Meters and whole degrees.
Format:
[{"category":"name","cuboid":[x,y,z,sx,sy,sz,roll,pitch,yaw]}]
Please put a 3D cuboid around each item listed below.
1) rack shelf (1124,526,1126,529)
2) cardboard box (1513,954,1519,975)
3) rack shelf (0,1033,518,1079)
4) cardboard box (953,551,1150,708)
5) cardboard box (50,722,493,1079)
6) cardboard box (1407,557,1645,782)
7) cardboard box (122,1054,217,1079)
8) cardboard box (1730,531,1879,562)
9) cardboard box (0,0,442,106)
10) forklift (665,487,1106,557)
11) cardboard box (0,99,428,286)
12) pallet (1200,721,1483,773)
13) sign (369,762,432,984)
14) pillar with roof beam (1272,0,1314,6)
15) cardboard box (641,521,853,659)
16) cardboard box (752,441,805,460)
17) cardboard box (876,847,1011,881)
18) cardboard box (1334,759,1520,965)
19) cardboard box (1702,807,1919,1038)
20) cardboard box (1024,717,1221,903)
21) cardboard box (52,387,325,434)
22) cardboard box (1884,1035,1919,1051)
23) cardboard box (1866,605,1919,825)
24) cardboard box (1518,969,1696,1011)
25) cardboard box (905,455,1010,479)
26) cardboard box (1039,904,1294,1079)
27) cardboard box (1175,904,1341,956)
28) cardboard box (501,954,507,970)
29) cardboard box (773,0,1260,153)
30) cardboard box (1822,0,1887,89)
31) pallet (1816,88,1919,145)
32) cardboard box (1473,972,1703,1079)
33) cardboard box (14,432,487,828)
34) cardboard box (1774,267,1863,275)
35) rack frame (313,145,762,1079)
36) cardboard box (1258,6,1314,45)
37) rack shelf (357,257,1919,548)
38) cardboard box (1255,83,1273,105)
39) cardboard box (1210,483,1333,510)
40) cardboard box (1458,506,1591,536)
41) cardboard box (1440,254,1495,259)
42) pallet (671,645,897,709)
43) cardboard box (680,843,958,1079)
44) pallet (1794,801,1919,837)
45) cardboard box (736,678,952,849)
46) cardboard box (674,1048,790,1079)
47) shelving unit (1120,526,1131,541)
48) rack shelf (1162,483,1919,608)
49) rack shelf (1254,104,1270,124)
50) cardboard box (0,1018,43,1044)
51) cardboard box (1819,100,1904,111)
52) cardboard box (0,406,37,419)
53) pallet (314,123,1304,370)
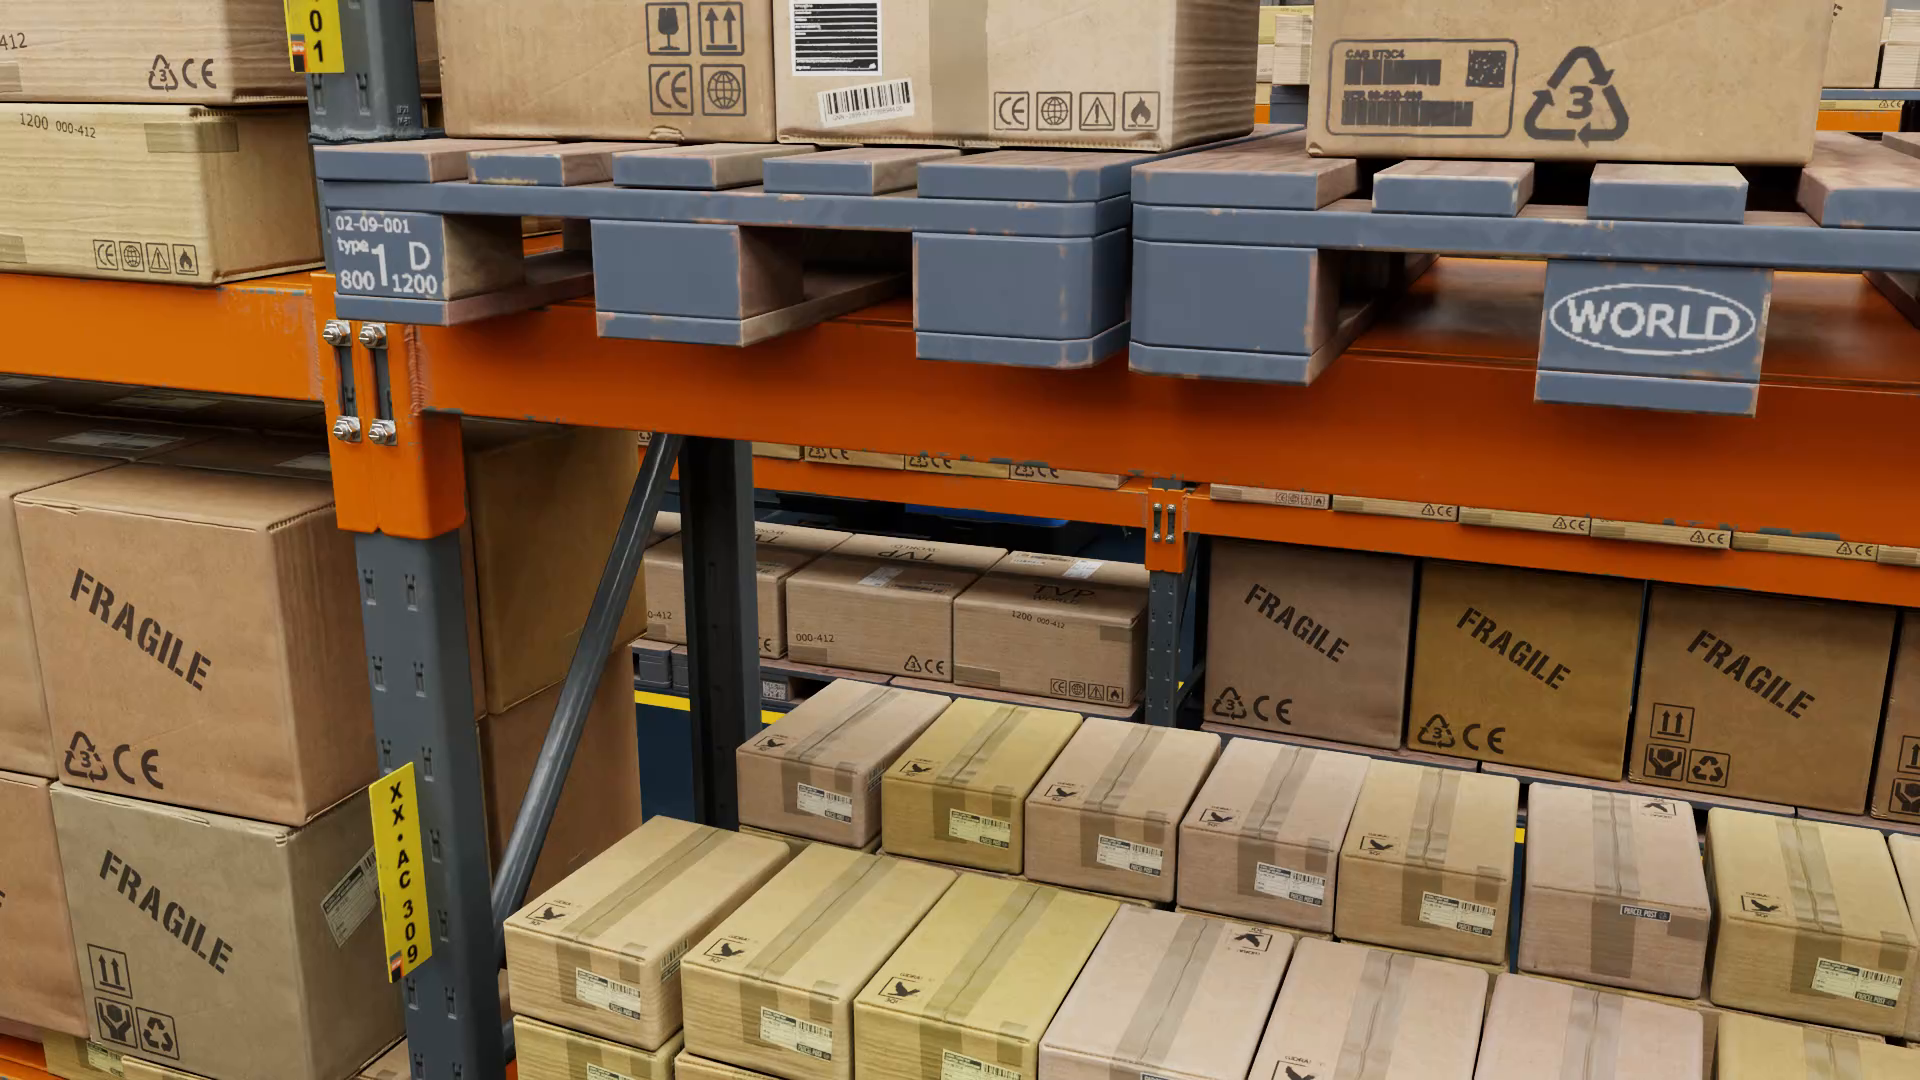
[{"category":"rack shelf","cuboid":[1.297,-0.405,11.116,0.480,0.431,0.518,-5,61,-20]},{"category":"cardboard box","cuboid":[1.006,0.817,2.676,0.250,0.149,0.380,7,18,23]},{"category":"rack shelf","cuboid":[-2.510,0.917,3.924,4.000,0.370,1.077,6,17,21]},{"category":"cardboard box","cuboid":[0.528,0.419,8.193,0.875,0.438,0.875,6,17,20]},{"category":"cardboard box","cuboid":[-1.203,0.609,2.982,0.500,0.500,0.500,6,17,21]},{"category":"cardboard box","cuboid":[2.522,0.434,7.356,0.875,0.875,0.875,7,18,22]},{"category":"cardboard box","cuboid":[-1.280,0.930,3.039,0.250,0.149,0.380,6,17,19]},{"category":"cardboard box","cuboid":[3.285,-0.125,6.493,0.500,0.250,0.500,6,17,20]},{"category":"cardboard box","cuboid":[-1.172,-0.814,2.588,0.500,0.250,0.500,5,17,18]},{"category":"forklift","cuboid":[-0.585,-1.473,10.989,3.031,2.935,1.130,6,17,21]},{"category":"cardboard box","cuboid":[-1.205,-0.572,2.654,0.500,0.250,0.500,7,17,22]},{"category":"pallet","cuboid":[1.819,0.881,7.761,1.213,0.211,1.003,6,17,21]},{"category":"sign","cuboid":[-0.841,0.502,2.511,0.005,0.325,0.100,6,17,21]},{"category":"pillar with roof beam","cuboid":[0.994,-3.875,8.381,0.400,9.000,9.100,6,17,21]},{"category":"cardboard box","cuboid":[-1.143,0.235,8.827,0.875,0.438,0.875,7,18,22]},{"category":"cardboard box","cuboid":[-0.887,-0.703,8.037,0.500,0.500,0.500,7,18,22]},{"category":"cardboard box","cuboid":[0.039,0.569,2.999,0.250,0.149,0.380,6,17,21]},{"category":"cardboard box","cuboid":[0.758,0.507,2.677,0.250,0.149,0.380,6,17,19]},{"category":"cardboard box","cuboid":[1.259,0.561,2.492,0.250,0.149,0.380,6,17,20]},{"category":"cardboard box","cuboid":[0.286,0.454,2.859,0.250,0.149,0.380,6,17,19]},{"category":"cardboard box","cuboid":[-1.467,-0.053,3.470,0.500,0.500,0.500,6,17,19]},{"category":"cardboard box","cuboid":[1.497,0.729,2.447,0.250,0.149,0.380,6,17,20]},{"category":"cardboard box","cuboid":[4.182,0.618,6.723,0.875,0.875,0.875,6,17,20]},{"category":"cardboard box","cuboid":[1.021,0.676,2.629,0.250,0.149,0.380,6,17,21]},{"category":"cardboard box","cuboid":[0.067,-0.598,7.675,0.500,0.500,0.500,6,17,19]},{"category":"cardboard box","cuboid":[0.279,0.649,2.187,0.250,0.149,0.380,6,17,20]},{"category":"cardboard box","cuboid":[0.525,0.622,2.816,0.250,0.149,0.380,6,17,19]},{"category":"cardboard box","cuboid":[-0.793,0.783,3.546,0.250,0.149,0.380,7,18,23]},{"category":"cardboard box","cuboid":[0.093,-0.679,2.157,0.500,0.311,0.500,6,17,20]},{"category":"cardboard box","cuboid":[3.048,-1.904,6.039,0.500,0.500,0.500,6,17,21]},{"category":"pallet","cuboid":[3.134,-1.624,6.347,1.213,0.211,1.003,7,18,23]},{"category":"cardboard box","cuboid":[0.752,0.701,2.008,0.250,0.149,0.380,7,18,23]},{"category":"cardboard box","cuboid":[-1.186,0.127,2.848,0.500,0.500,0.500,6,17,19]},{"category":"cardboard box","cuboid":[3.484,-0.856,6.769,0.500,0.500,0.500,7,18,22]},{"category":"rack frame","cuboid":[-0.649,0.776,3.119,0.127,3.000,1.000,6,17,21]},{"category":"cardboard box","cuboid":[2.333,-3.546,11.467,0.500,0.250,0.500,6,17,21]},{"category":"rack shelf","cuboid":[1.211,-0.114,2.097,4.000,0.370,1.077,6,17,21]},{"category":"cardboard box","cuboid":[2.221,-3.111,11.581,0.250,0.149,0.380,6,17,21]},{"category":"cardboard box","cuboid":[1.386,-0.332,7.207,0.500,0.250,0.500,6,17,19]},{"category":"cardboard box","cuboid":[2.338,-0.223,6.831,0.500,0.250,0.500,6,17,20]},{"category":"cardboard box","cuboid":[2.065,-1.014,7.315,0.500,0.500,0.500,7,17,22]},{"category":"pallet","cuboid":[-0.744,0.599,8.732,1.213,0.211,1.003,6,17,21]},{"category":"cardboard box","cuboid":[-0.190,0.596,2.370,0.250,0.149,0.380,7,18,22]},{"category":"pallet","cuboid":[4.088,1.130,6.901,1.213,0.211,1.003,6,17,21]},{"category":"cardboard box","cuboid":[-0.204,0.400,3.046,0.250,0.149,0.380,7,18,23]},{"category":"cardboard box","cuboid":[-0.210,0.738,2.415,0.250,0.149,0.380,6,17,20]},{"category":"shelving unit","cuboid":[1.123,-1.013,11.445,0.503,0.431,2.100,-5,61,-20]},{"category":"rack shelf","cuboid":[2.934,0.032,6.973,4.000,0.370,1.077,6,17,21]},{"category":"rack shelf","cuboid":[1.030,-3.105,12.400,4.000,0.370,1.077,6,17,21]},{"category":"cardboard box","cuboid":[-1.722,0.843,3.339,0.250,0.149,0.380,6,17,19]},{"category":"cardboard box","cuboid":[5.578,-2.806,10.346,0.500,0.250,0.500,6,17,21]},{"category":"cardboard box","cuboid":[-2.139,0.020,3.219,0.500,0.500,0.500,7,18,22]},{"category":"pallet","cuboid":[-0.114,-0.483,2.414,1.003,0.211,1.213,6,17,21]}]
